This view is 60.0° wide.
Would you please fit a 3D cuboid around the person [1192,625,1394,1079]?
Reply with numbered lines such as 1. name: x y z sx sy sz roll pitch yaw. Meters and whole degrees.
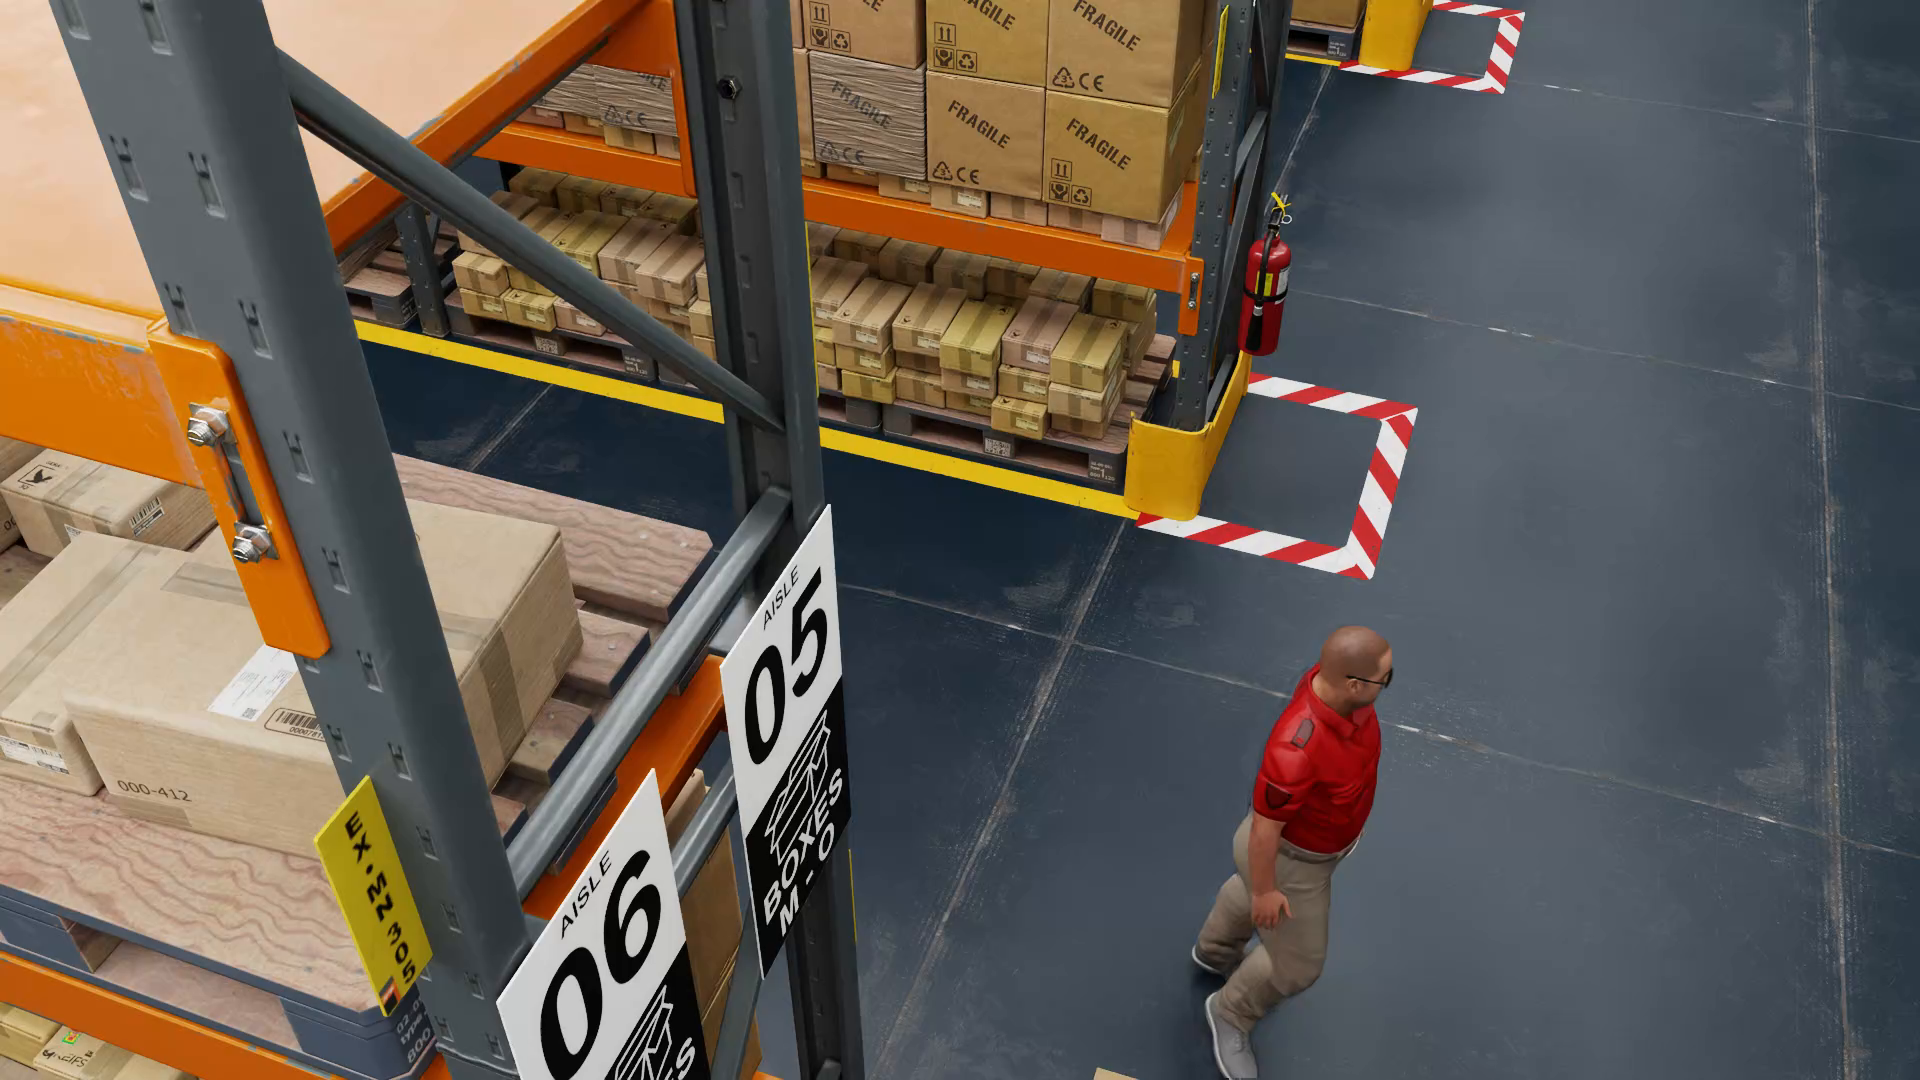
1. person: 0.988 0.934 5.120 0.467 1.763 0.666 19 45 21
